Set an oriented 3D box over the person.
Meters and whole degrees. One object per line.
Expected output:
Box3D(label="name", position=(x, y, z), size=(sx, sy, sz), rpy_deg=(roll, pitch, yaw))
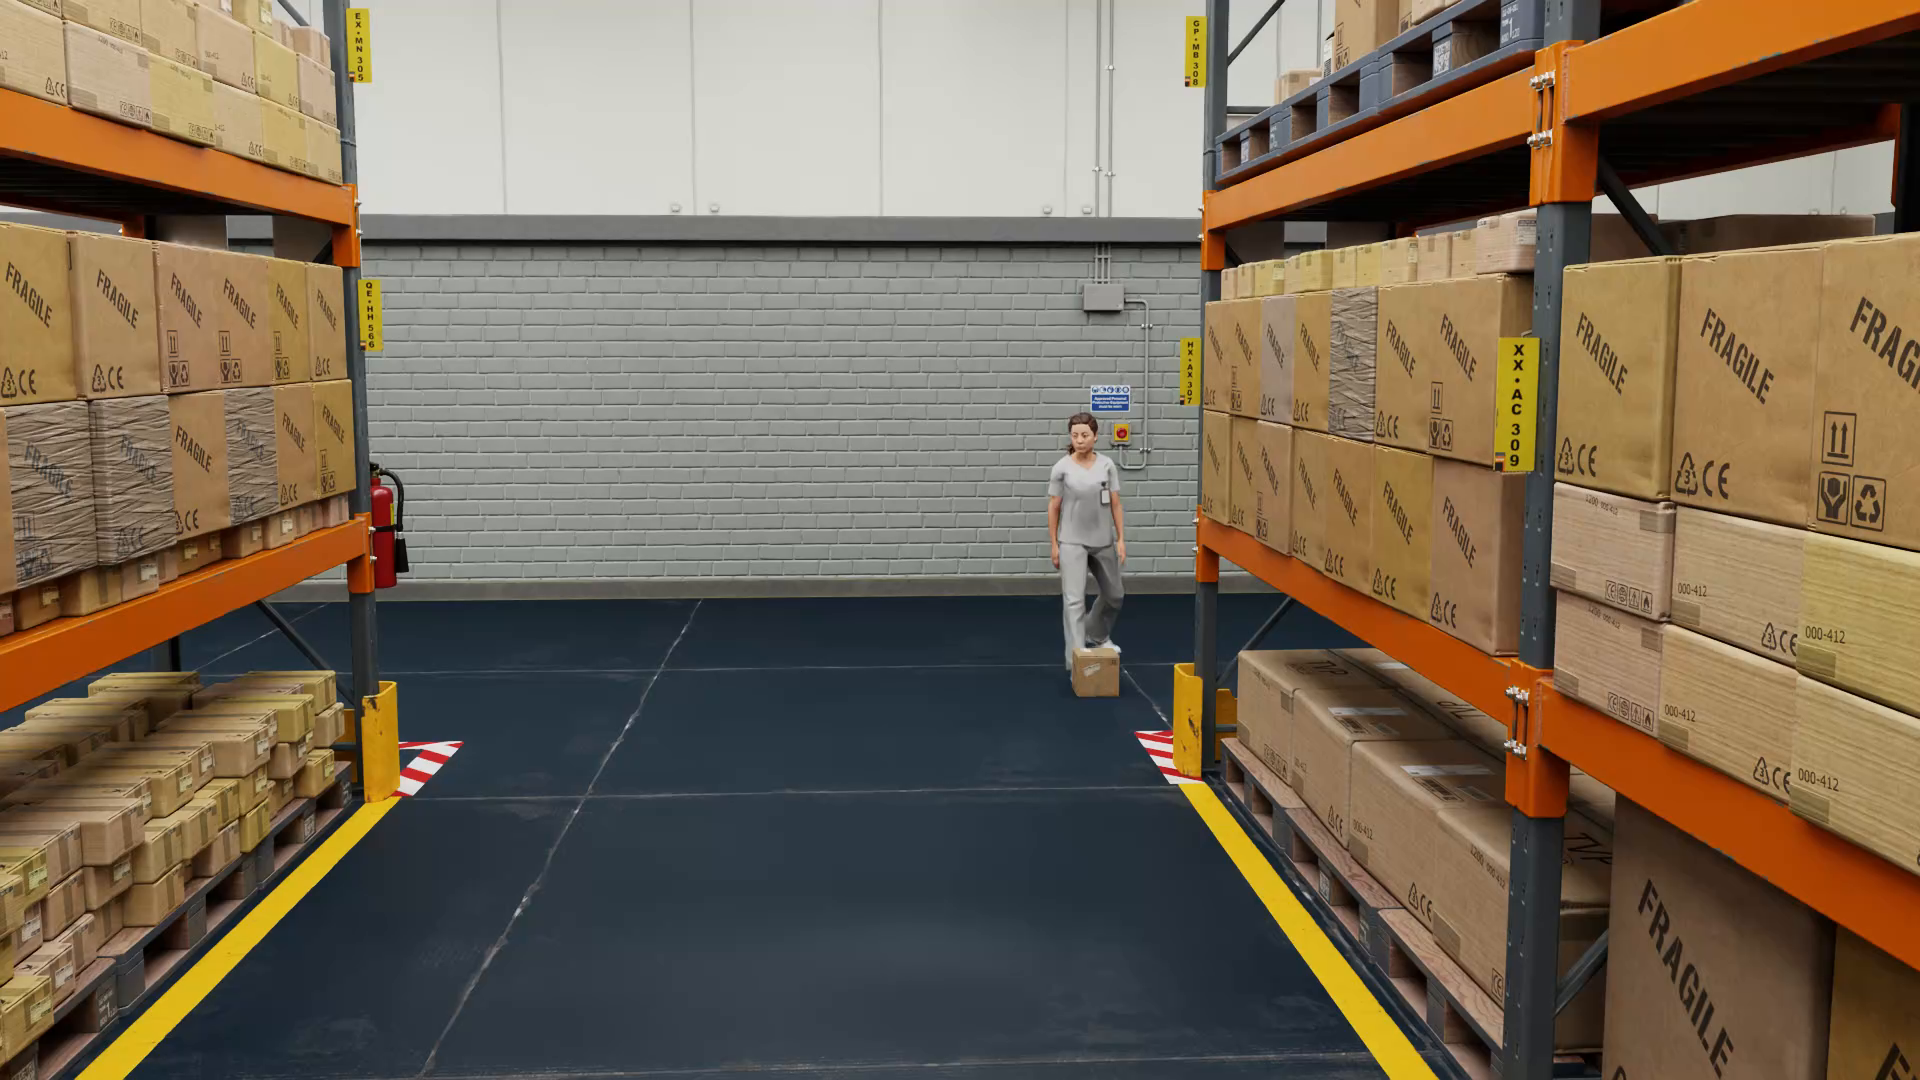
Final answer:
Box3D(label="person", position=(0.830, 0.024, 10.483), size=(0.565, 1.657, 0.858), rpy_deg=(-2, 7, -14))
